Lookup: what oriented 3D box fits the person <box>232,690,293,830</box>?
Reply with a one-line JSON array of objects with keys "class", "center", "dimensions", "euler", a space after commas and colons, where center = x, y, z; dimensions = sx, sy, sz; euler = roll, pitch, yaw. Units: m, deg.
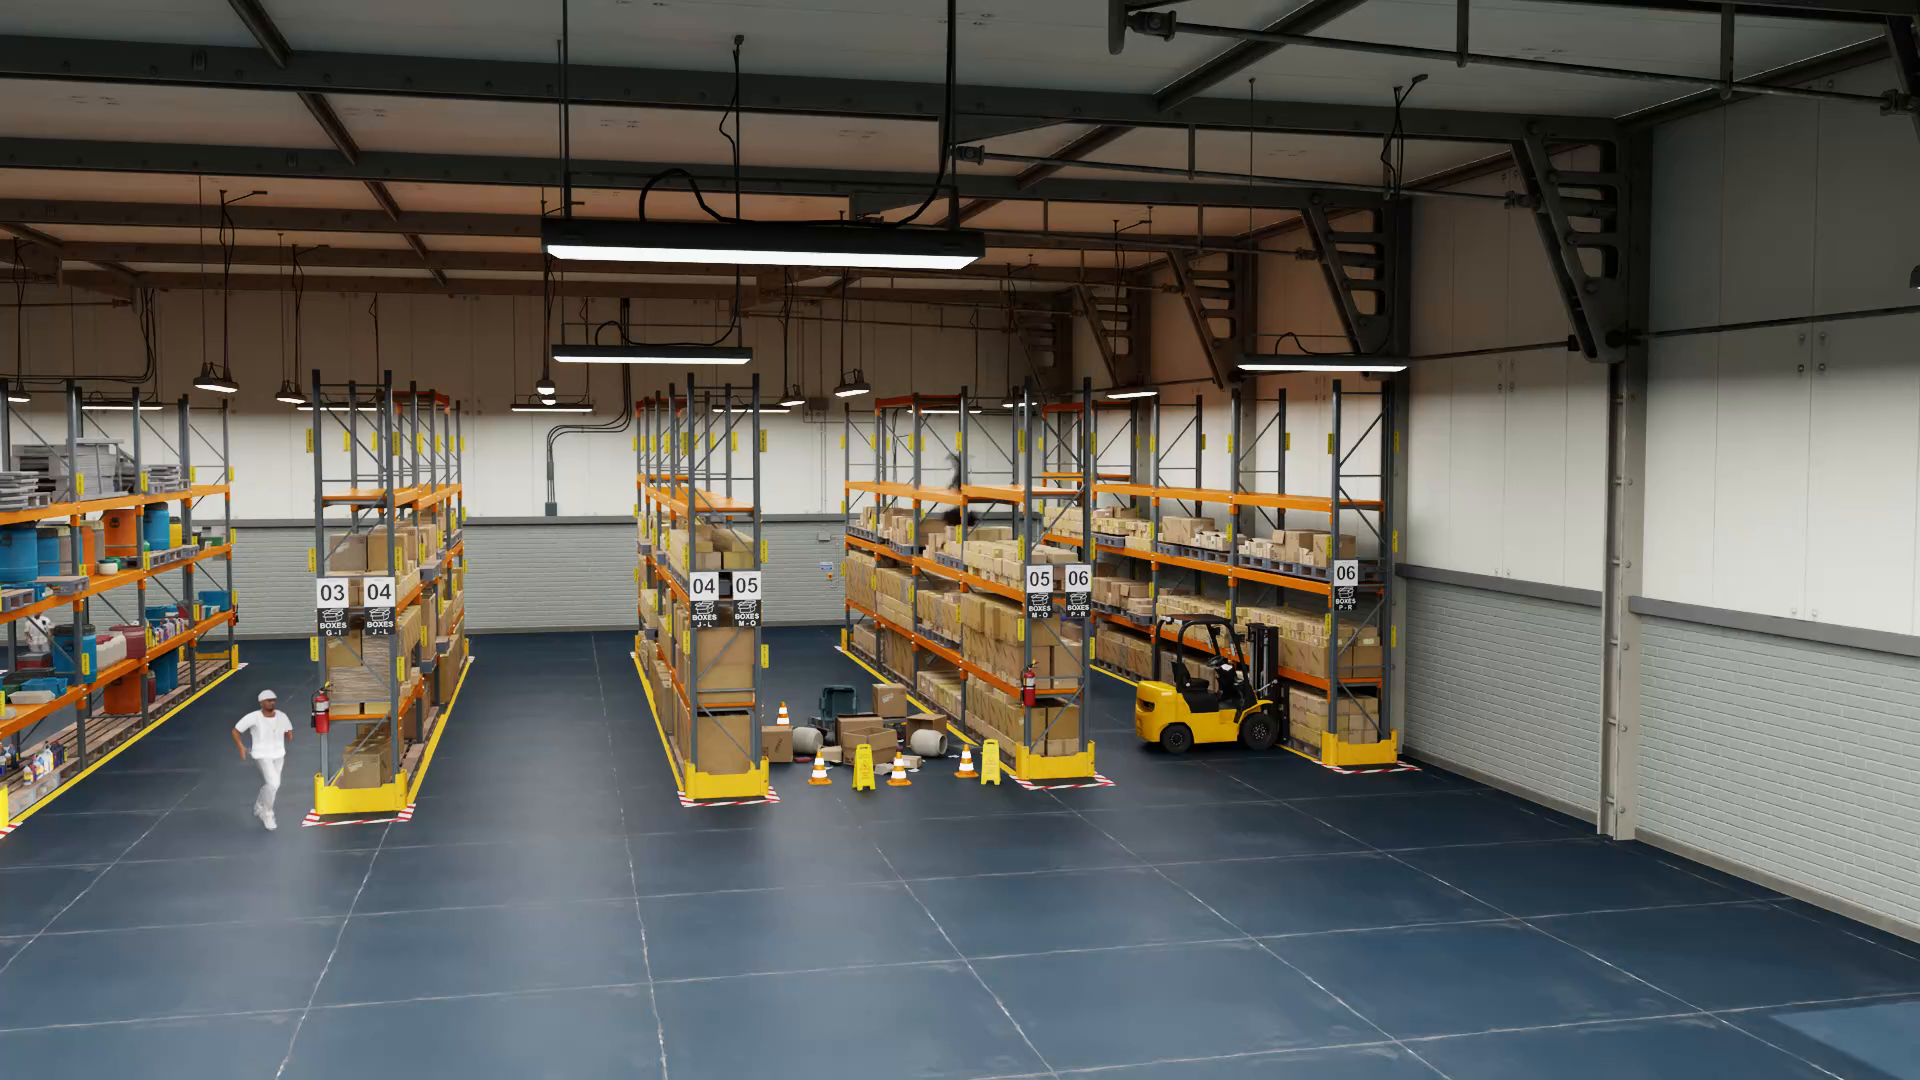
[{"class": "person", "center": [-9.042, 2.868, 21.755], "dimensions": [0.756, 1.817, 0.676], "euler": [2, 4, 30]}]

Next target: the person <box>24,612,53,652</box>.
[{"class": "person", "center": [-19.171, 2.164, 34.623], "dimensions": [0.547, 1.654, 0.588], "euler": [-2, 4, -27]}]
